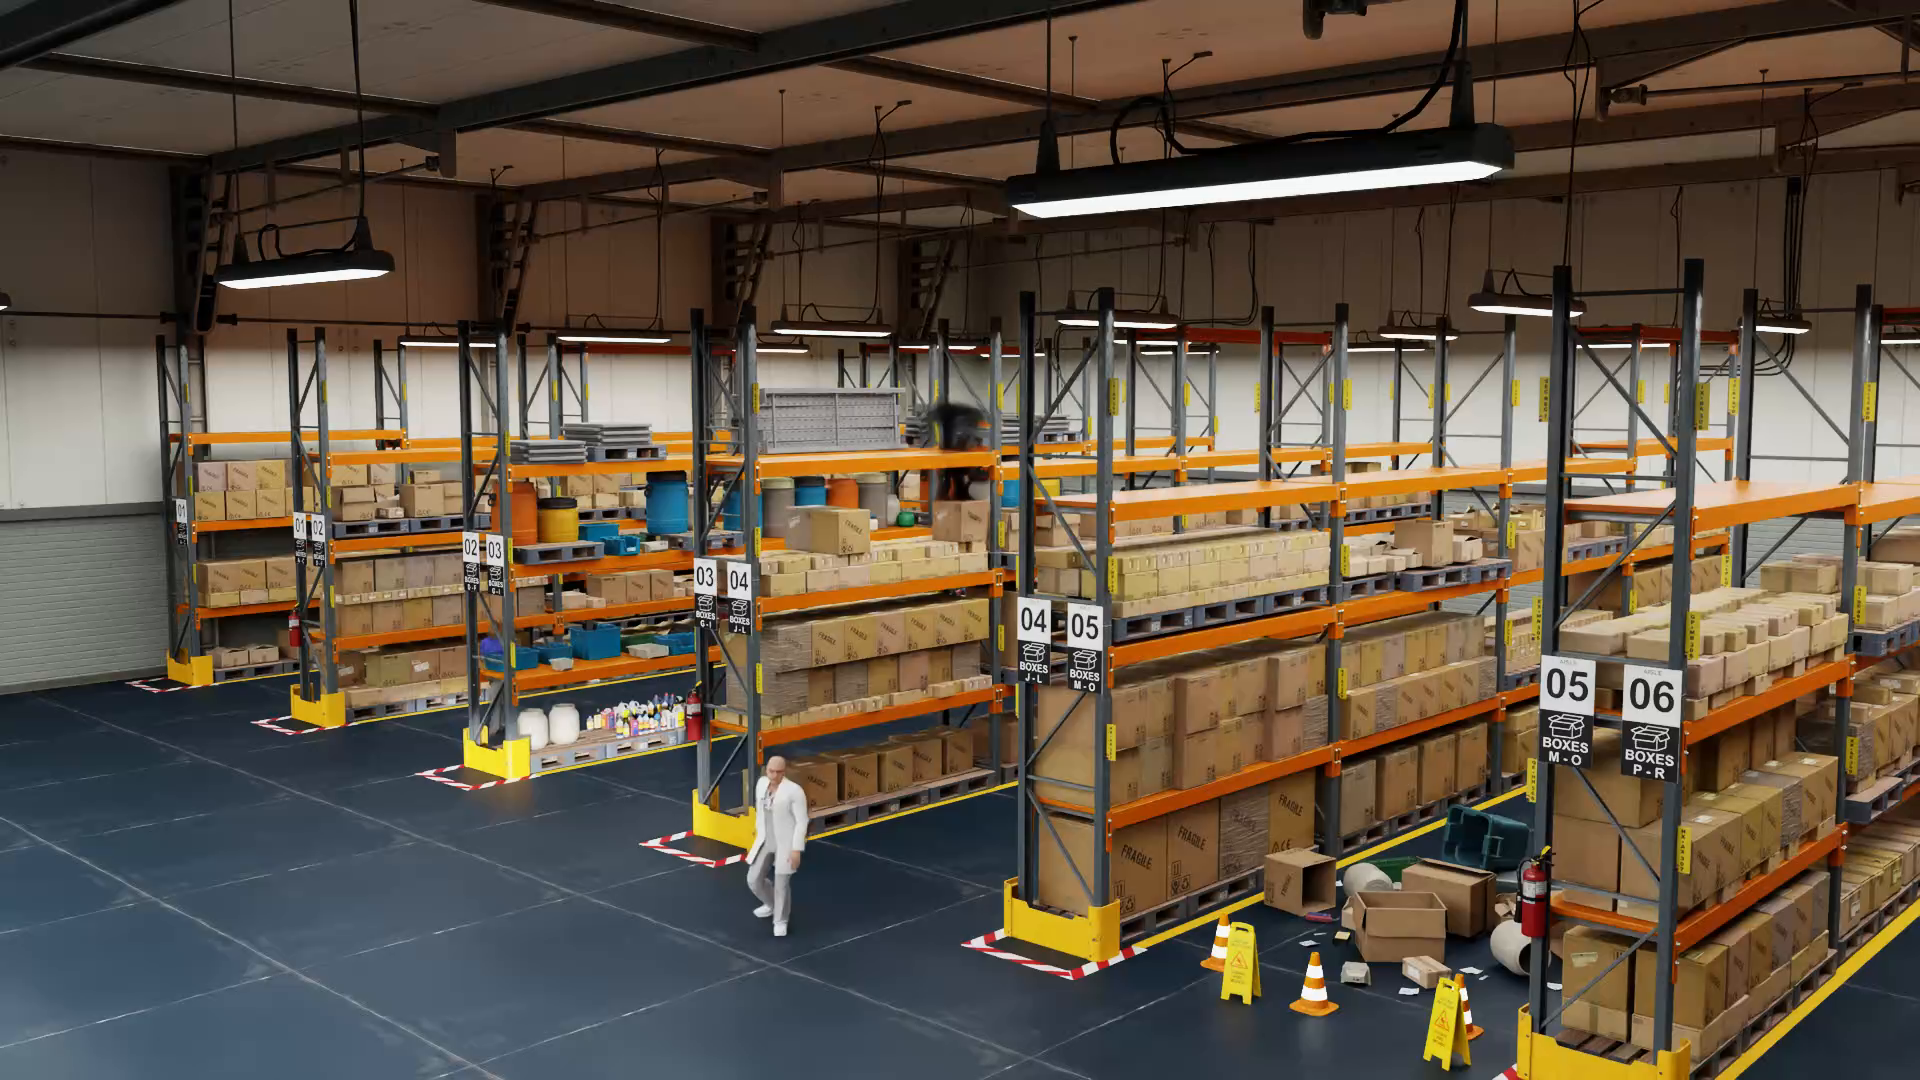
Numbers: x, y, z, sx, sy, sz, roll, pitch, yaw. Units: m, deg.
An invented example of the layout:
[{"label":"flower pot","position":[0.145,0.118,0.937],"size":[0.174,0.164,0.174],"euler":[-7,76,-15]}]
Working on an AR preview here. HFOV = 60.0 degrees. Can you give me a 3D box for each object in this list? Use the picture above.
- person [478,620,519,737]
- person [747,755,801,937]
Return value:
[{"label":"person","position":[-6.850,2.082,24.616],"size":[0.509,1.614,0.847],"euler":[3,6,26]},{"label":"person","position":[-1.705,2.841,15.586],"size":[0.722,1.748,0.569],"euler":[2,6,25]}]
